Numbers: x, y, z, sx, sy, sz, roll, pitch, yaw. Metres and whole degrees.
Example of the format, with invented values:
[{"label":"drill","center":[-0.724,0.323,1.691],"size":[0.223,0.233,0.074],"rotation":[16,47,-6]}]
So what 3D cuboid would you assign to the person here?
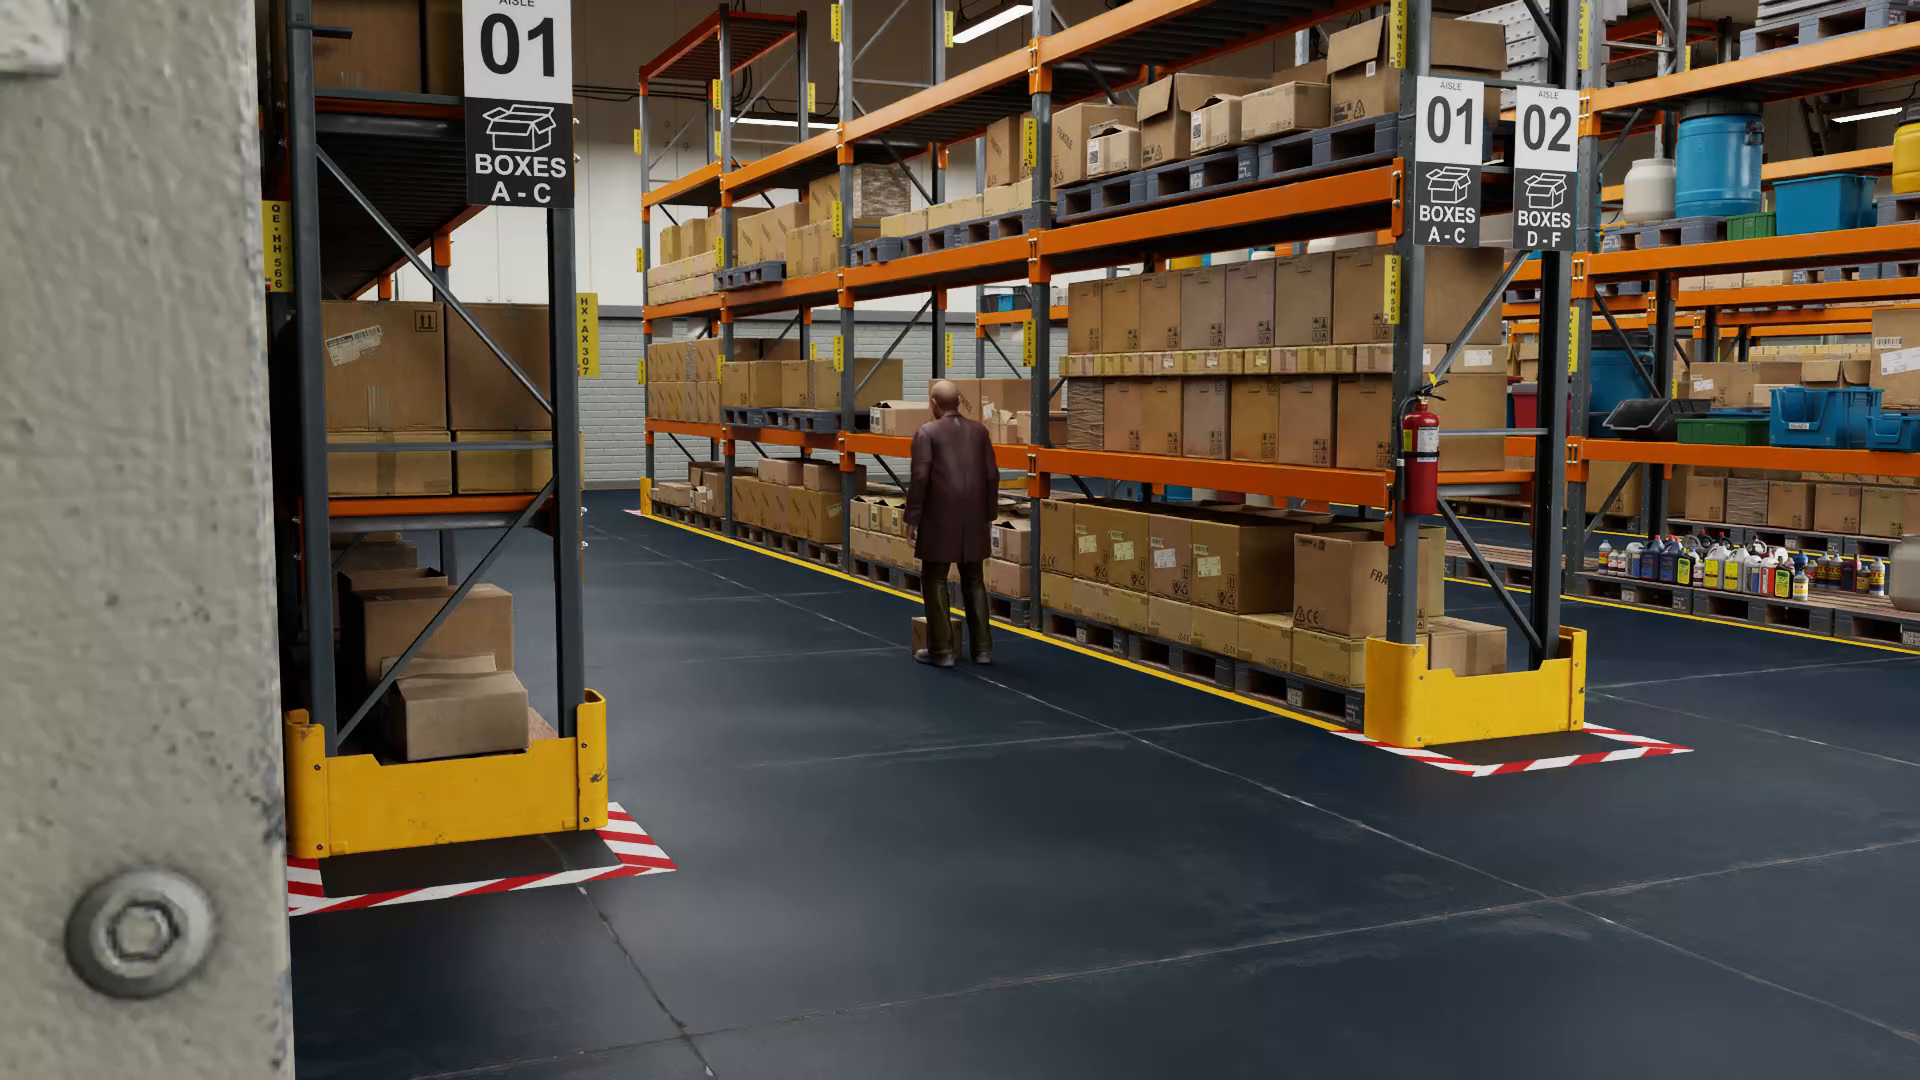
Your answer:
[{"label":"person","center":[-0.057,-0.108,10.387],"size":[0.653,1.774,0.422],"rotation":[-3,6,-26]}]
